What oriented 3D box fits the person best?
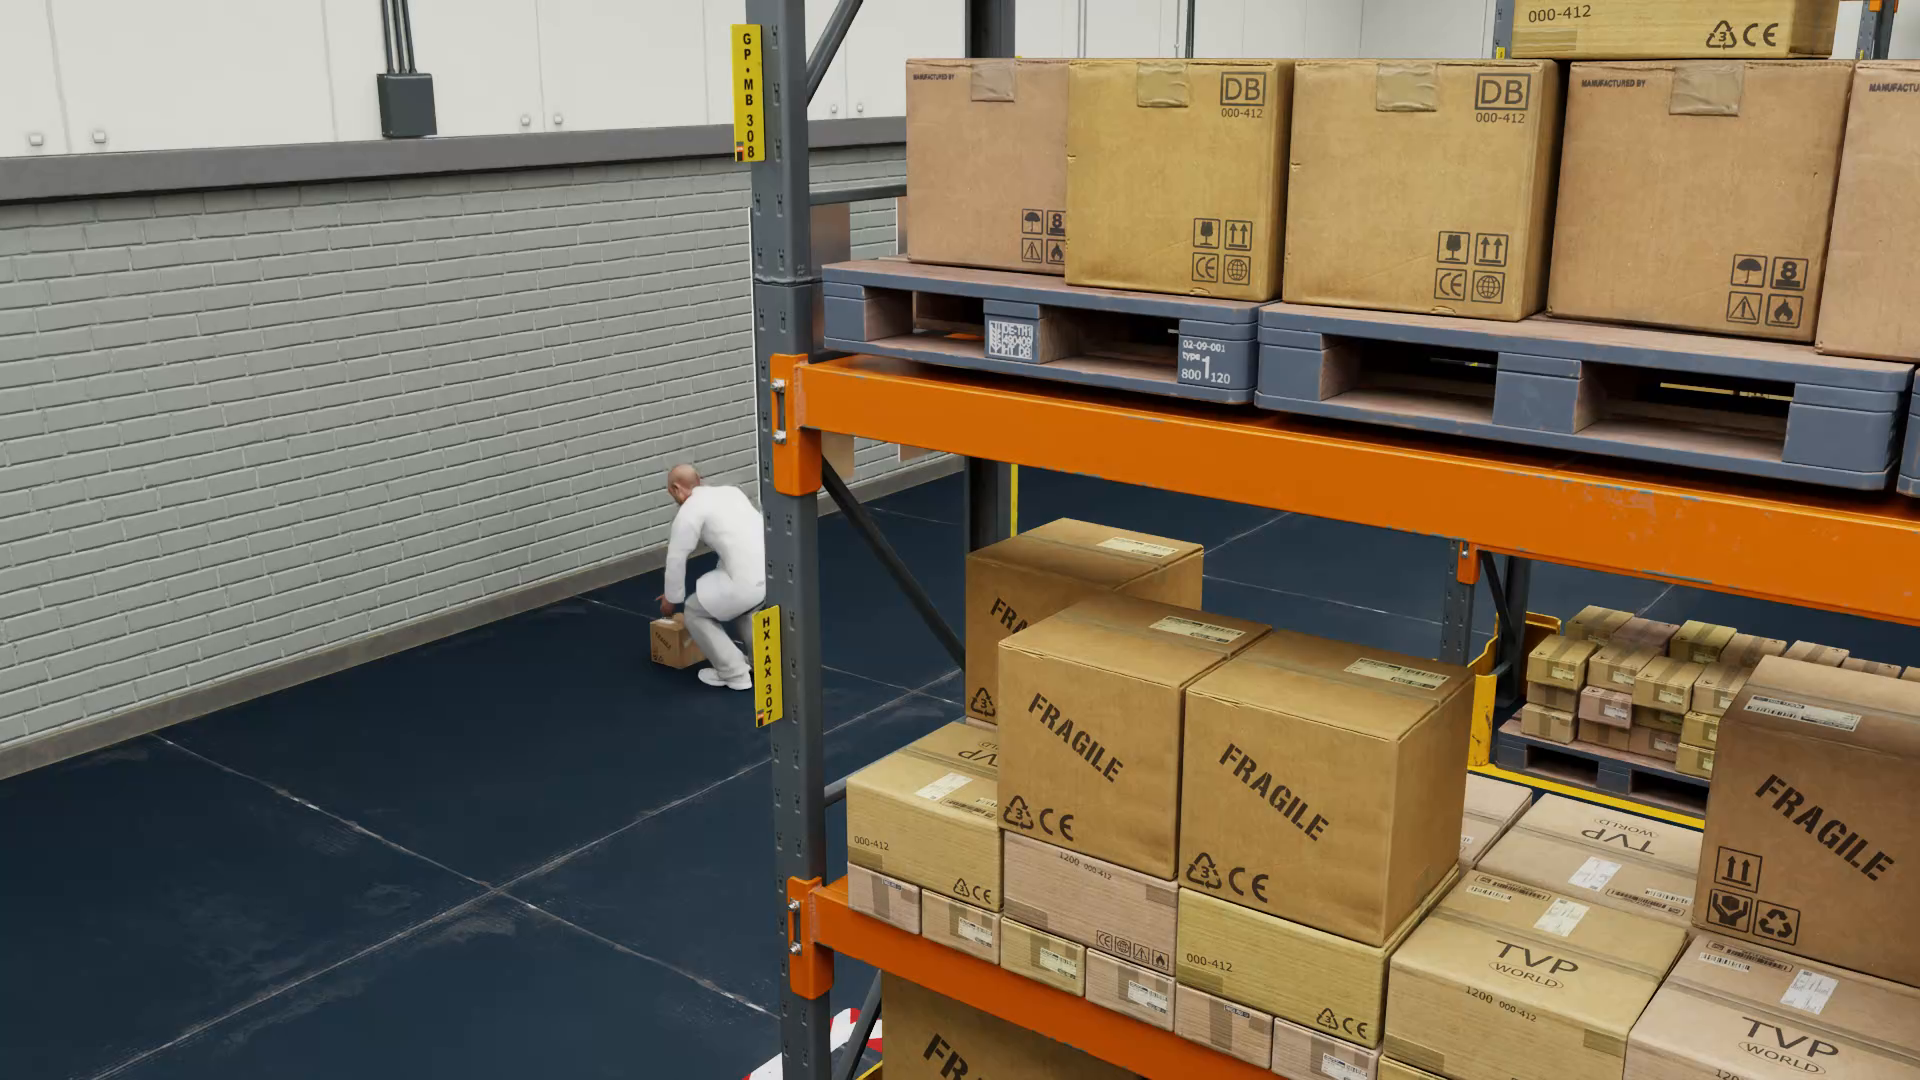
[{"bbox_3d":[-1.375,0.219,9.748,0.793,1.256,0.631,12,20,35],"label":"person"}]
